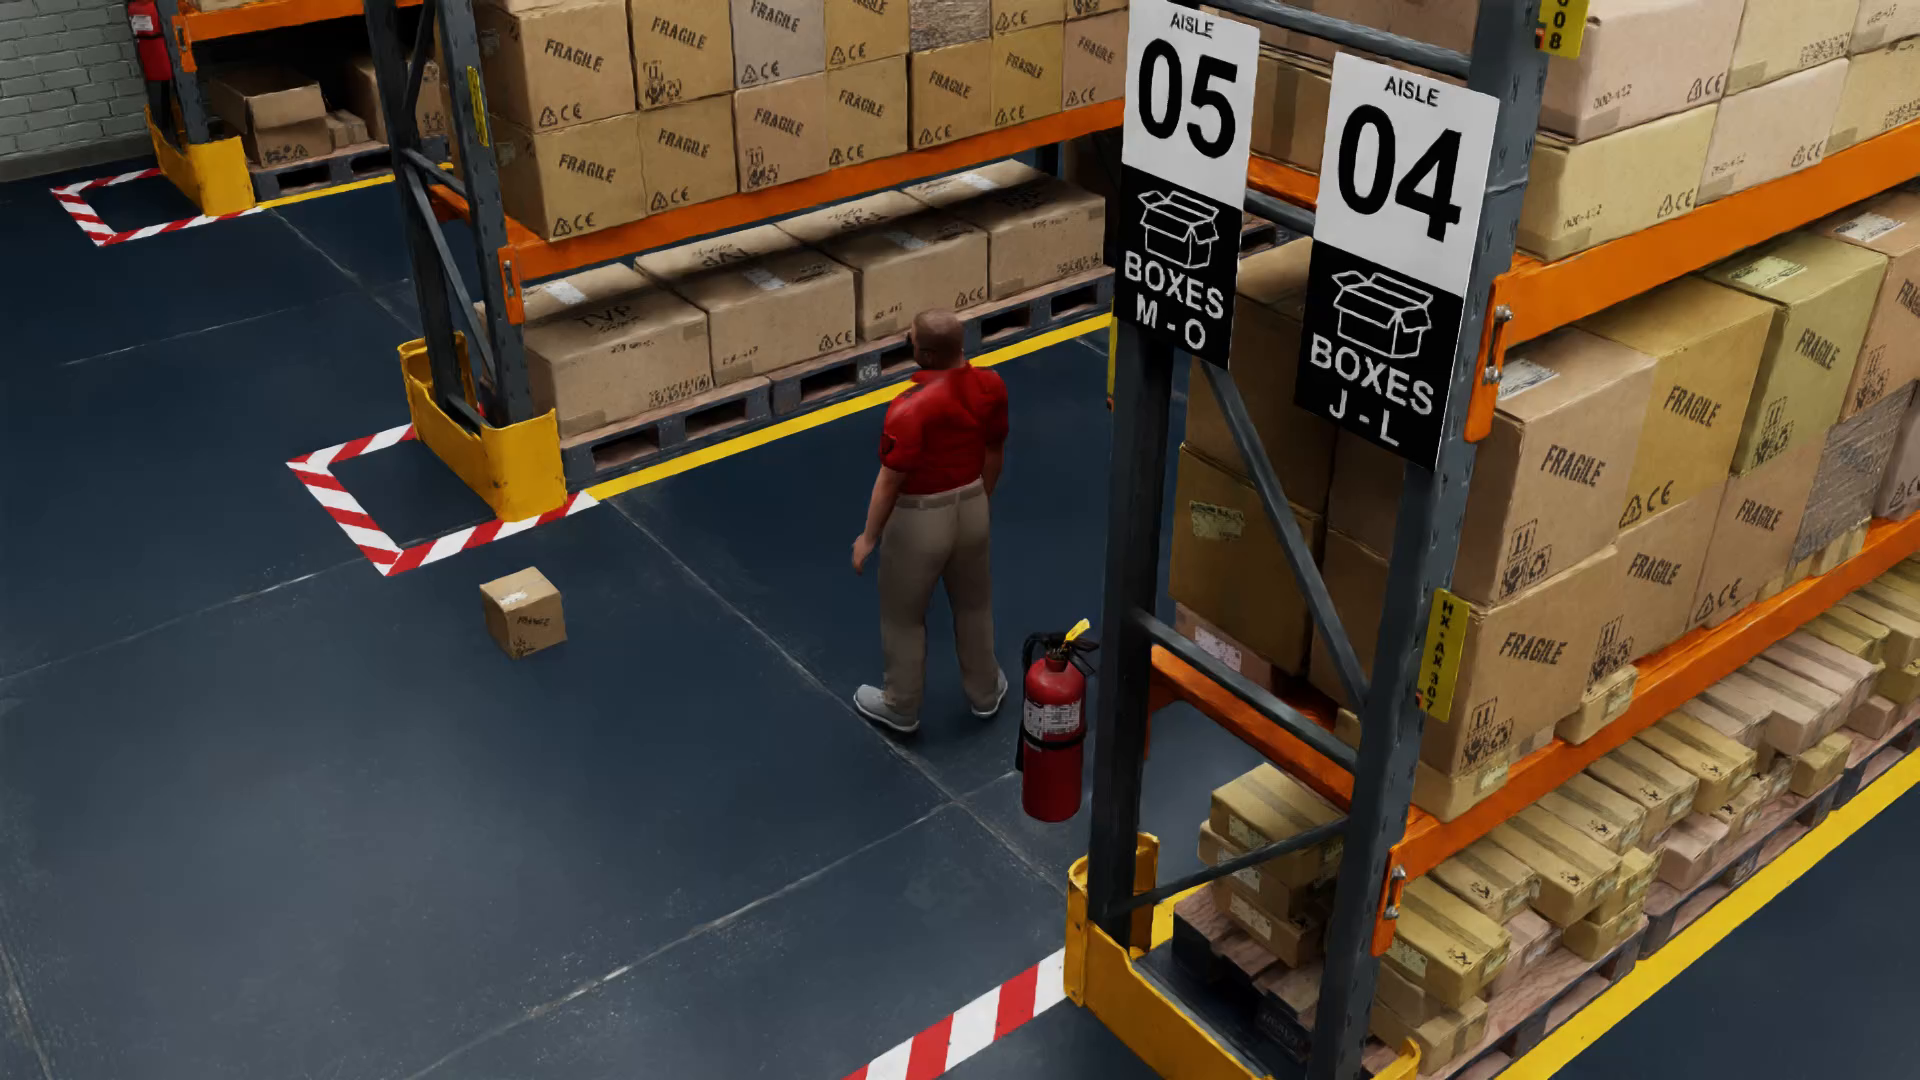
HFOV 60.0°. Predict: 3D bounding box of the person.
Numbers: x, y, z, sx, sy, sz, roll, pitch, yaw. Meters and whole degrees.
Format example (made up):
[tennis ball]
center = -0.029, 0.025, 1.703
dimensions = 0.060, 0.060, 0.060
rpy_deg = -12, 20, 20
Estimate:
[person]
center = -0.105, -0.069, 6.212
dimensions = 0.678, 1.734, 0.429
rpy_deg = -21, 38, -30
